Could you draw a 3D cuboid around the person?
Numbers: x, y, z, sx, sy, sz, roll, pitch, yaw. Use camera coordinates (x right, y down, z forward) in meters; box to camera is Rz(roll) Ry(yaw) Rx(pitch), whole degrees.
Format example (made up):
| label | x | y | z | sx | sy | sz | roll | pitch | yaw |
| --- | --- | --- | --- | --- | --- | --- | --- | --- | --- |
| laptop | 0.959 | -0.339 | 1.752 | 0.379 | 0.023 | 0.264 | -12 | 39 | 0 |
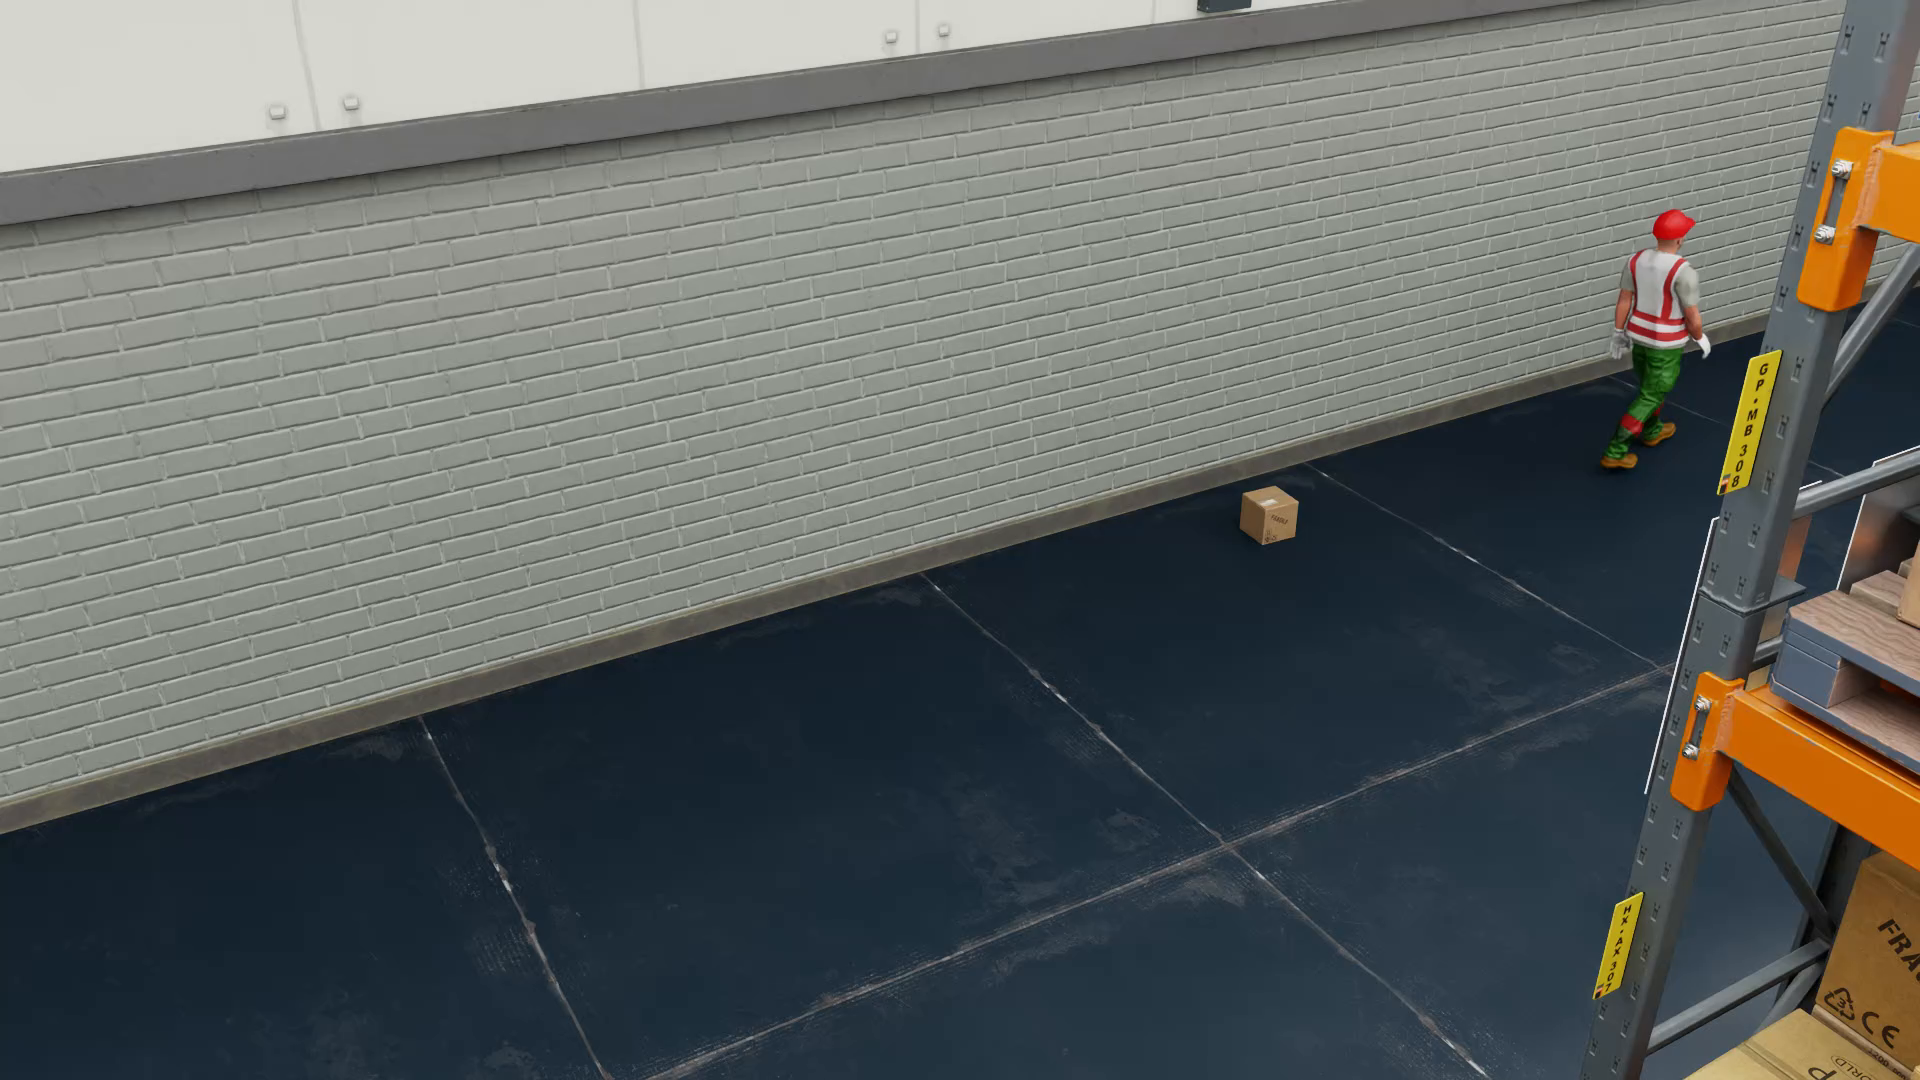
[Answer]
| label | x | y | z | sx | sy | sz | roll | pitch | yaw |
| --- | --- | --- | --- | --- | --- | --- | --- | --- | --- |
| person | 4.669 | -1.346 | 11.008 | 0.919 | 1.757 | 0.544 | -14 | 32 | -24 |
